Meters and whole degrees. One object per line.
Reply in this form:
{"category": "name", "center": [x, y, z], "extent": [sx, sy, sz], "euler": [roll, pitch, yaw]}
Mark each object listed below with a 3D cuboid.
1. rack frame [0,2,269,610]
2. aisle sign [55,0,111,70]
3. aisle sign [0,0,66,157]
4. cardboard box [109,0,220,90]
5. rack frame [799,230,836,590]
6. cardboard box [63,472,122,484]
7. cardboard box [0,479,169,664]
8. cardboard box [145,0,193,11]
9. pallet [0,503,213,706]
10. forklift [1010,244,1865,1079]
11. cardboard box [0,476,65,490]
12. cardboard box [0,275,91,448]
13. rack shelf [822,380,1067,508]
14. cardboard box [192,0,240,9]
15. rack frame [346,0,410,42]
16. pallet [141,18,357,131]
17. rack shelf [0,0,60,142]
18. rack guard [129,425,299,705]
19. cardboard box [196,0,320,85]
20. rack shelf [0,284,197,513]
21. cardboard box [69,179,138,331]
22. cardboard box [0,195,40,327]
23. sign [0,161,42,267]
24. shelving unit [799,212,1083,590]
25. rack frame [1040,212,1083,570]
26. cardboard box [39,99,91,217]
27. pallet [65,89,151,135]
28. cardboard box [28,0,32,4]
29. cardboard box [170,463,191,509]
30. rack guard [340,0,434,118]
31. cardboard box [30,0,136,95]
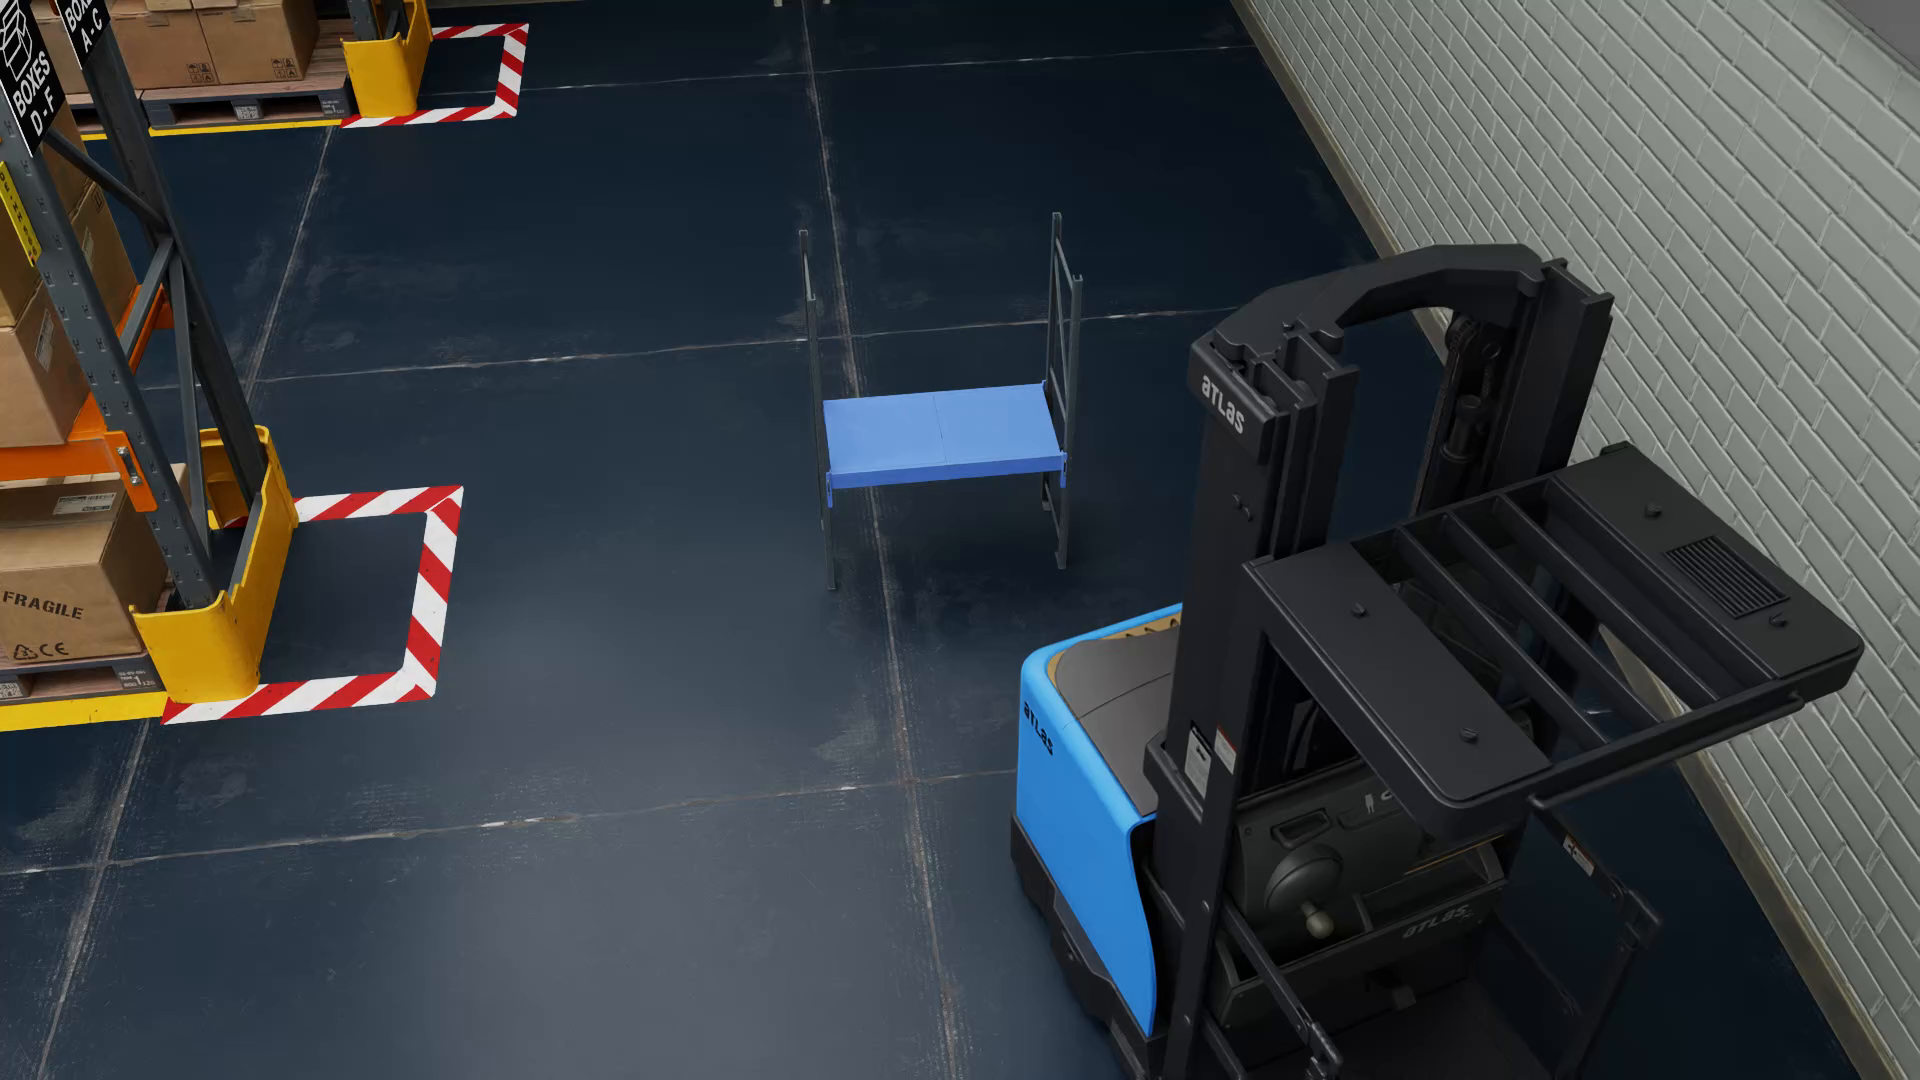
{"category": "rack frame", "center": [-3.036, -0.853, 6.171], "extent": [0.127, 3.000, 1.000], "euler": [-5, 42, -6]}
{"category": "aisle sign", "center": [-3.006, -2.019, 5.523], "extent": [0.004, 0.787, 0.394], "euler": [-5, 42, -6]}
{"category": "aisle sign", "center": [-2.928, -1.621, 5.082], "extent": [0.004, 0.787, 0.394], "euler": [-5, 42, -6]}
{"category": "cardboard box", "center": [-4.859, -3.200, 10.326], "extent": [0.500, 0.500, 0.700], "euler": [-5, 42, -6]}
{"category": "rack frame", "center": [-0.589, -0.505, 6.906], "extent": [0.032, 1.500, 0.500], "euler": [-5, 42, -6]}
{"category": "cardboard box", "center": [-3.743, -0.135, 7.162], "extent": [0.250, 0.166, 0.380], "euler": [-5, 42, -6]}
{"category": "cardboard box", "center": [-3.543, 0.123, 6.628], "extent": [0.500, 0.500, 0.500], "euler": [-5, 42, -6]}
{"category": "cardboard box", "center": [-4.720, -3.329, 9.985], "extent": [0.250, 0.149, 0.380], "euler": [-4, 42, -4]}
{"category": "pallet", "center": [-3.901, 0.259, 7.021], "extent": [1.213, 0.211, 1.003], "euler": [-5, 42, -6]}
{"category": "forklift", "center": [1.243, 0.854, 4.330], "extent": [1.130, 2.935, 3.031], "euler": [-17, 45, -18]}
{"category": "cardboard box", "center": [-4.107, -0.093, 7.053], "extent": [0.500, 0.250, 0.500], "euler": [-5, 42, -6]}
{"category": "cardboard box", "center": [-3.444, -0.671, 5.894], "extent": [0.500, 0.500, 0.500], "euler": [-4, 42, -4]}
{"category": "rack shelf", "center": [-0.085, -0.416, 7.075], "extent": [1.000, 0.185, 0.538], "euler": [-5, 42, -6]}
{"category": "cardboard box", "center": [-4.466, -3.352, 10.010], "extent": [0.250, 0.149, 0.380], "euler": [-5, 42, -6]}
{"category": "rack frame", "center": [-3.681, -4.143, 9.818], "extent": [0.127, 3.000, 1.000], "euler": [-5, 42, -6]}
{"category": "pallet", "center": [-4.464, -2.986, 10.618], "extent": [1.213, 0.211, 1.003], "euler": [-5, 42, -6]}
{"category": "rack shelf", "center": [-5.019, -1.526, 5.215], "extent": [4.000, 0.370, 1.077], "euler": [-5, 42, -6]}
{"category": "rack guard", "center": [-3.111, 0.082, 7.001], "extent": [0.348, 0.500, 1.175], "euler": [-5, 42, -6]}
{"category": "cardboard box", "center": [-4.363, -3.243, 10.374], "extent": [0.500, 0.500, 0.700], "euler": [-5, 42, -6]}
{"category": "rack shelf", "center": [-5.019, -0.412, 6.220], "extent": [4.000, 0.370, 1.077], "euler": [-5, 42, -6]}
{"category": "cardboard box", "center": [-3.510, -1.027, 6.289], "extent": [0.500, 0.500, 0.500], "euler": [-4, 42, -5]}
{"category": "cardboard box", "center": [-3.441, -1.040, 5.558], "extent": [0.500, 0.500, 0.500], "euler": [-5, 42, -6]}
{"category": "sign", "center": [-2.983, -1.030, 5.267], "extent": [0.005, 0.325, 0.100], "euler": [-5, 42, -6]}
{"category": "shelving unit", "center": [-0.085, -0.550, 6.955], "extent": [1.048, 1.500, 0.538], "euler": [-5, 42, -6]}
{"category": "rack frame", "center": [0.419, -0.594, 7.004], "extent": [0.032, 1.500, 0.500], "euler": [-5, 42, -6]}
{"category": "cardboard box", "center": [-3.510, -1.398, 5.954], "extent": [0.500, 0.500, 0.500], "euler": [-4, 42, -4]}
{"category": "pallet", "center": [-5.671, -2.882, 10.503], "extent": [1.213, 0.211, 1.003], "euler": [-5, 42, -6]}
{"category": "cardboard box", "center": [-5.885, -3.104, 10.220], "extent": [0.500, 0.500, 0.700], "euler": [-4, 42, -5]}
{"category": "cardboard box", "center": [-3.495, -0.150, 7.192], "extent": [0.250, 0.149, 0.380], "euler": [-5, 42, -6]}
{"category": "rack guard", "center": [-3.658, -3.217, 10.658], "extent": [0.348, 0.500, 1.175], "euler": [-5, 42, -6]}
{"category": "cardboard box", "center": [-5.357, -3.156, 10.277], "extent": [0.500, 0.500, 0.700], "euler": [-6, 42, -7]}
